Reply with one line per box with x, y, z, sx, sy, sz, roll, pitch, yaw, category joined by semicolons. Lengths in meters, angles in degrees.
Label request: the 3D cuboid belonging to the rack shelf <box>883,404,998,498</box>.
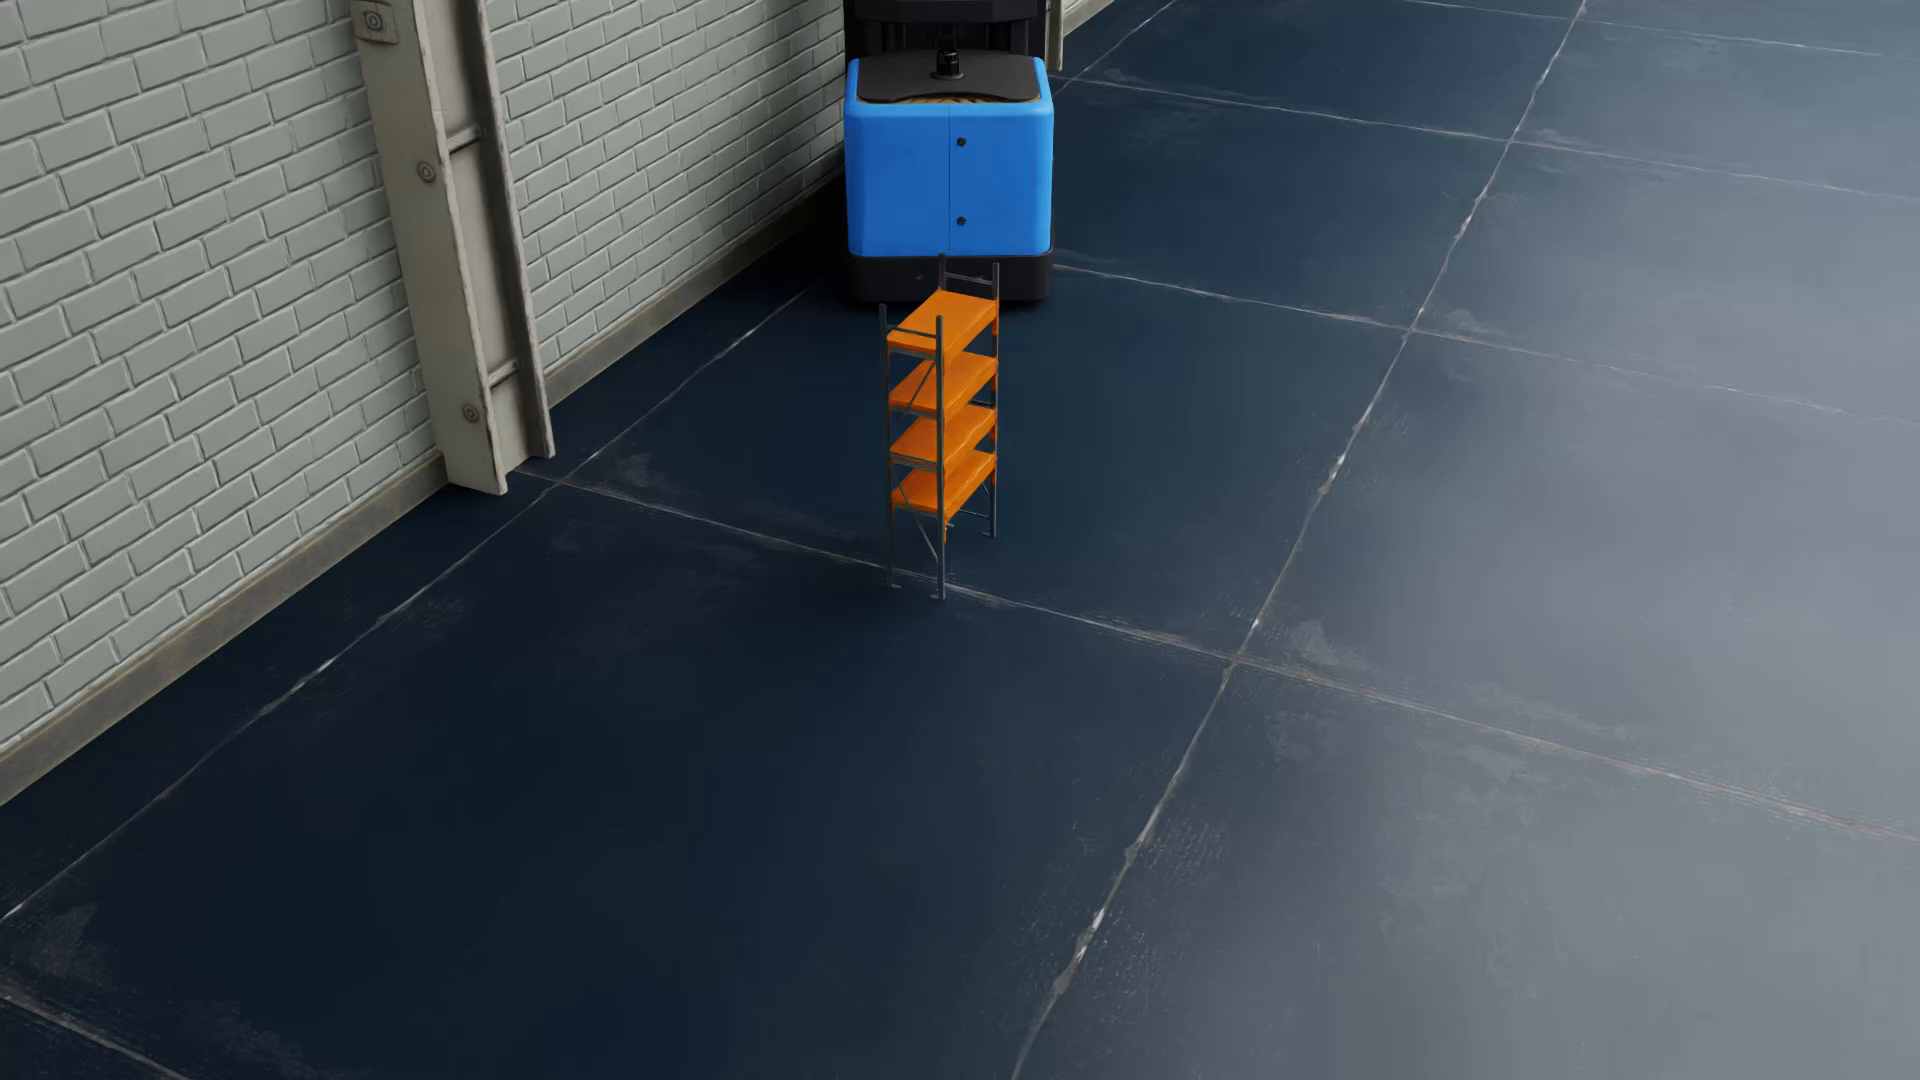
-0.069;-0.363;6.332;0.258;0.148;0.480;14;36;20;rack shelf

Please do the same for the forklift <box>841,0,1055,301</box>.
-0.088;-3.216;8.981;1.130;2.935;3.031;-1;33;-1;forklift

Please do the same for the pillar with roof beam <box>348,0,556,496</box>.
1.909;-3.096;3.264;9.100;9.000;0.400;14;36;20;pillar with roof beam

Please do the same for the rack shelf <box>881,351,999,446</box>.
-0.069;-0.550;6.209;0.258;0.148;0.480;14;36;20;rack shelf

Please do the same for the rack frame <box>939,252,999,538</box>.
0.033;-0.541;6.481;0.240;1.200;0.015;14;36;20;rack frame

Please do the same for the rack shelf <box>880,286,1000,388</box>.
-0.069;-0.748;6.080;0.258;0.148;0.480;14;36;20;rack shelf

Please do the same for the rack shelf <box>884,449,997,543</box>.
-0.069;-0.197;6.441;0.258;0.148;0.480;14;36;20;rack shelf

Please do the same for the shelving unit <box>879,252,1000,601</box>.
-0.069;-0.419;6.295;0.258;1.200;0.503;14;36;20;shelving unit

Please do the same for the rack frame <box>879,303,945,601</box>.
-0.171;-0.298;6.110;0.240;1.200;0.015;14;36;20;rack frame

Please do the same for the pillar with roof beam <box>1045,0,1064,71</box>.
4.419;-6.084;7.822;9.100;9.000;0.400;14;36;20;pillar with roof beam
